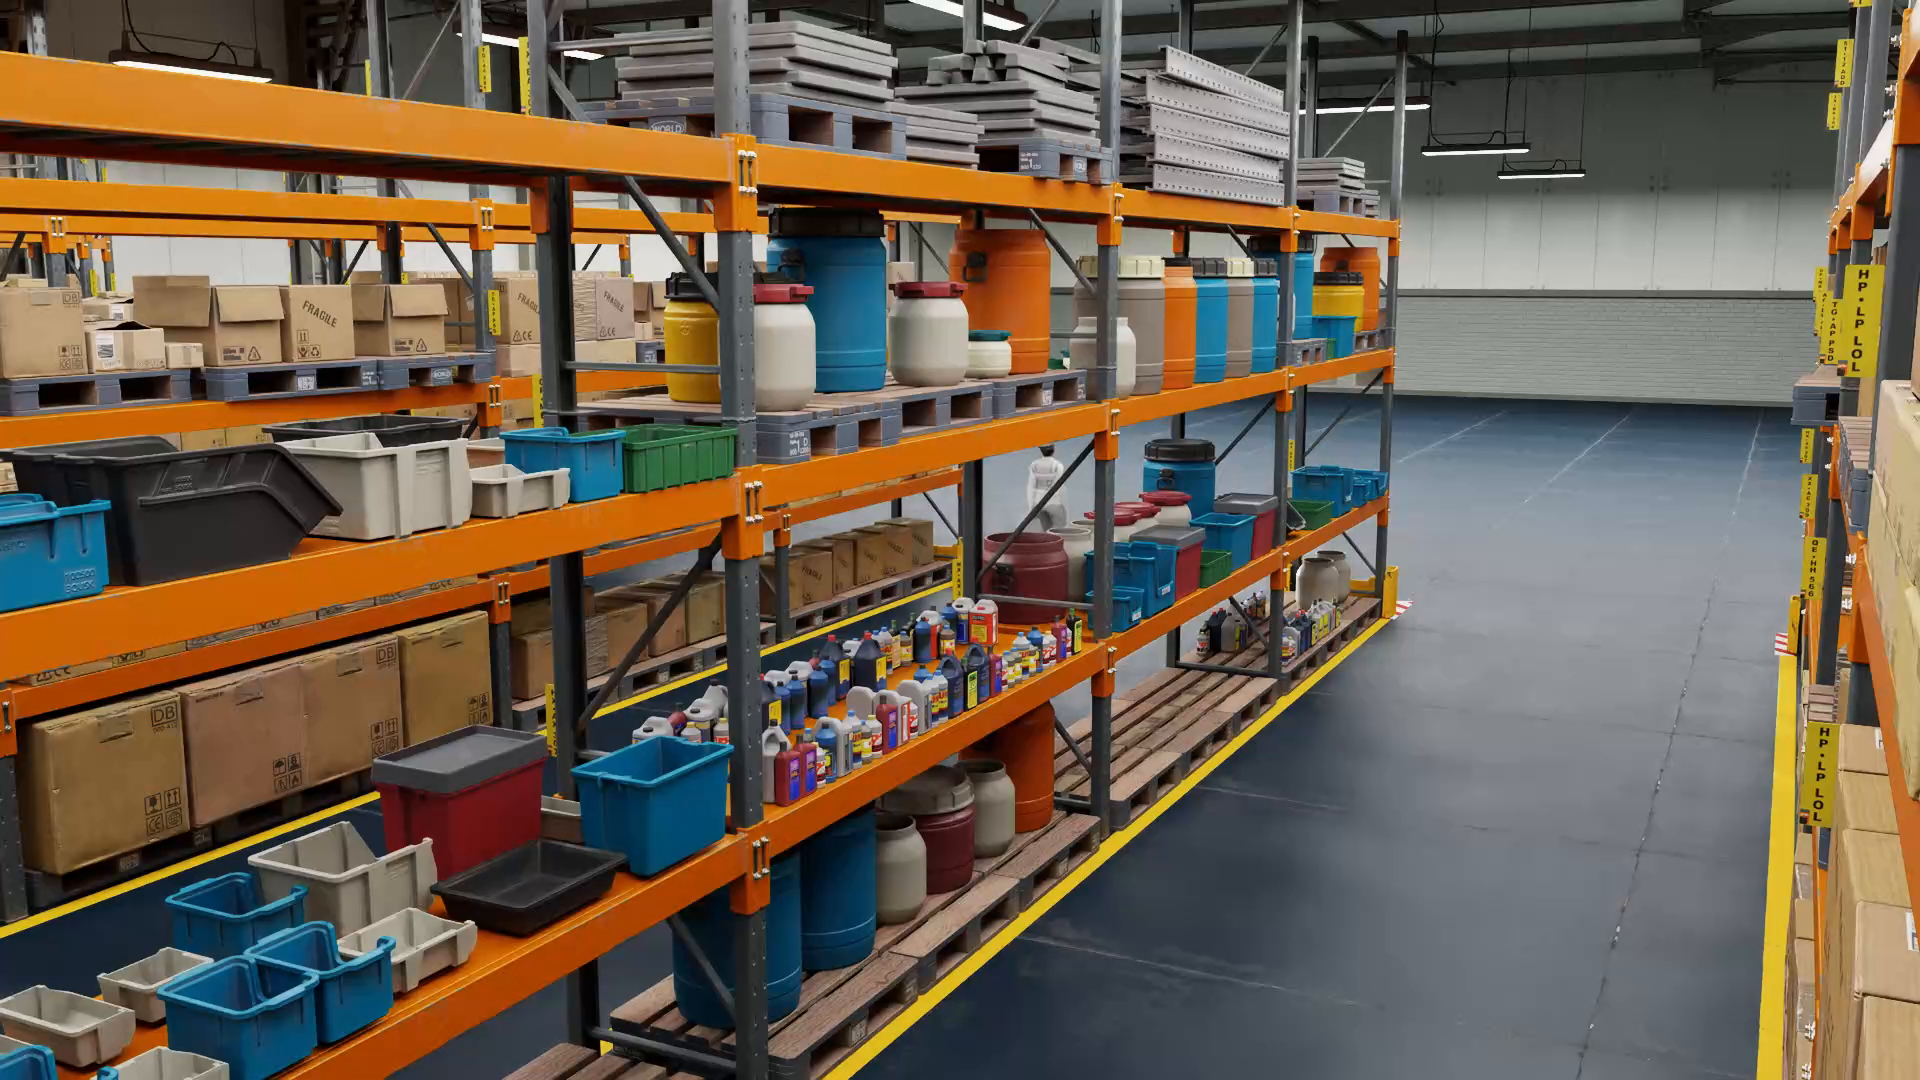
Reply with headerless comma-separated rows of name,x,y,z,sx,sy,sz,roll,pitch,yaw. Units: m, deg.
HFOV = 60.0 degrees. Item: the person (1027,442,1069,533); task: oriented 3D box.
person,1.045,-0.404,19.660,0.503,1.669,0.553,5,11,30
